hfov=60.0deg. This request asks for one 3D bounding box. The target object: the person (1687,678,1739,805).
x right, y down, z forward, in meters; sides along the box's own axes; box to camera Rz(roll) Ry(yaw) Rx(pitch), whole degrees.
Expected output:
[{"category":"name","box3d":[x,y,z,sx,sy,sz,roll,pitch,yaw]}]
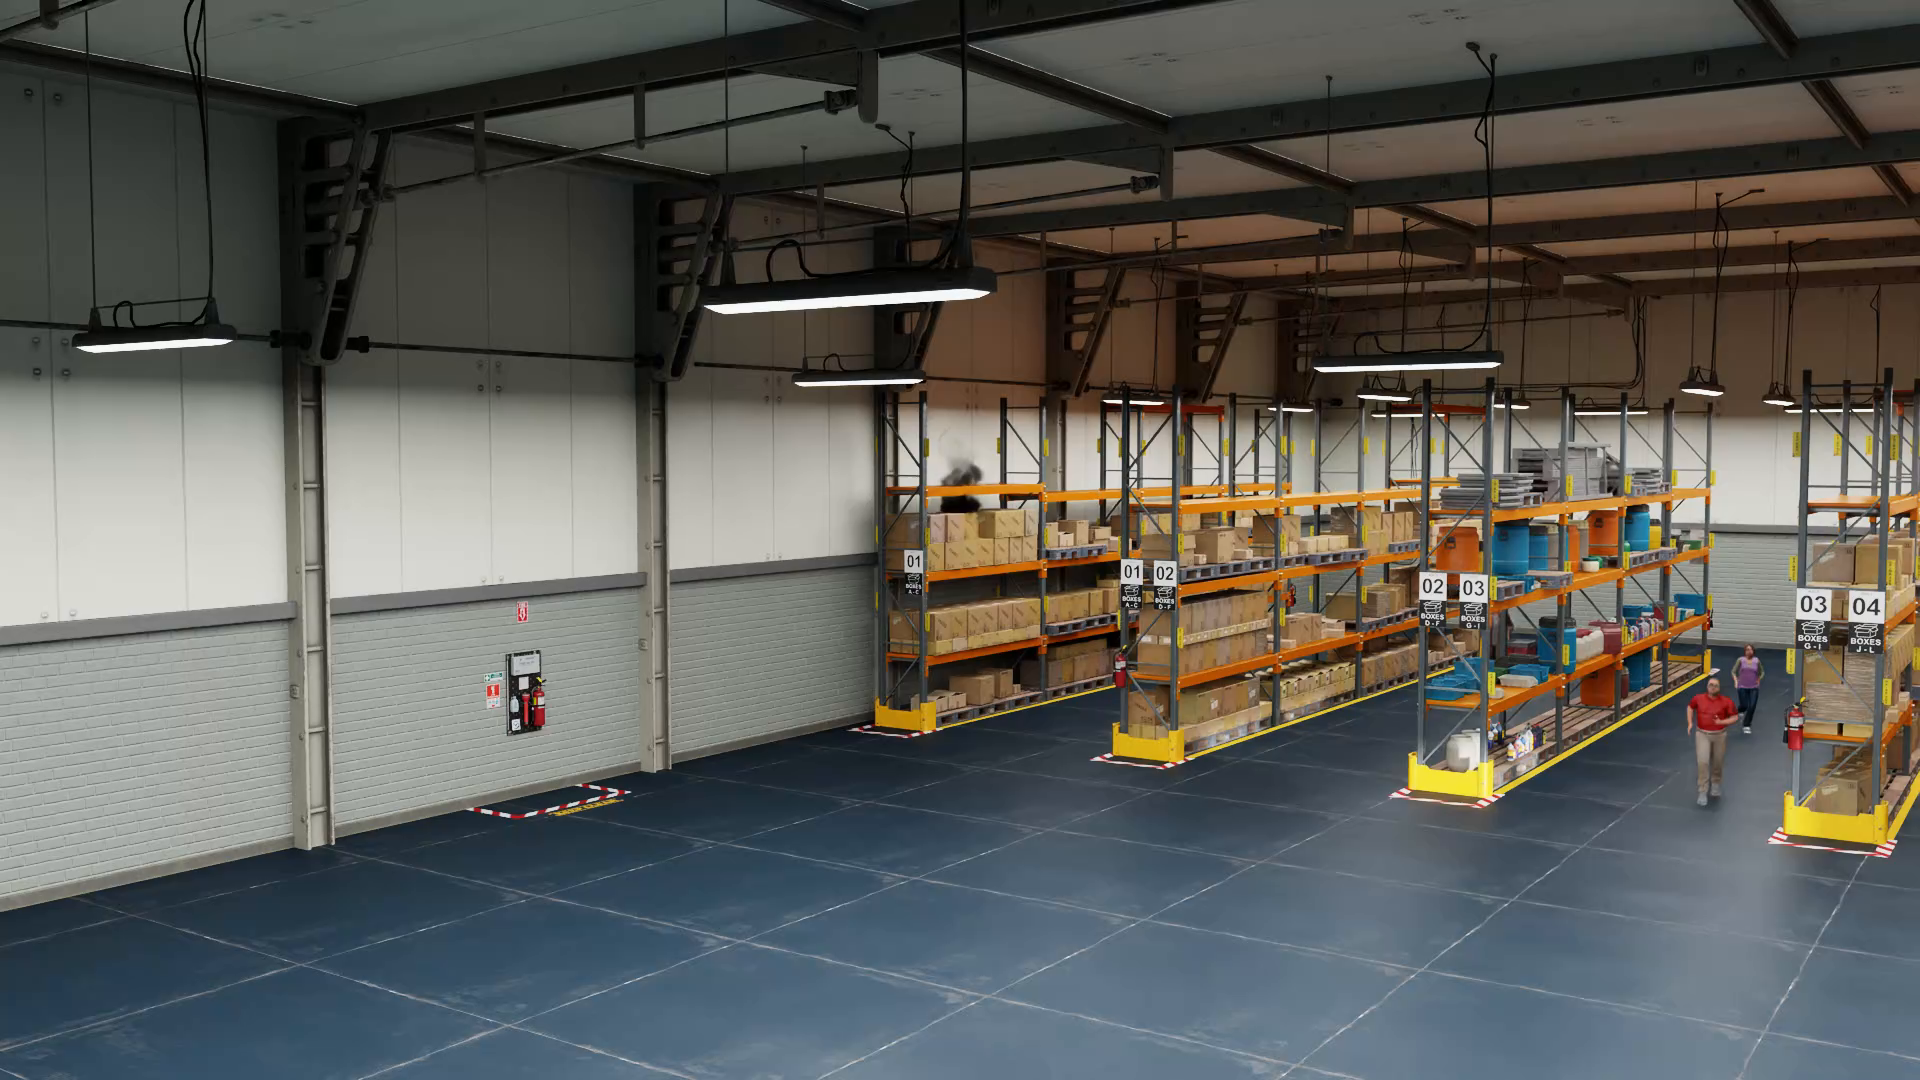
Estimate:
[{"category":"person","box3d":[10.644,2.815,23.533,0.665,1.746,0.899,1,3,24]}]

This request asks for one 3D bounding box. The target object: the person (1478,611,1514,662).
[{"category":"person","box3d":[11.215,2.175,34.829,0.709,1.762,1.008,1,3,21]}]

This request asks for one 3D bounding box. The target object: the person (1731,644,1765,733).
[{"category":"person","box3d":[13.888,2.606,29.312,0.538,1.557,0.549,1,3,18]}]
